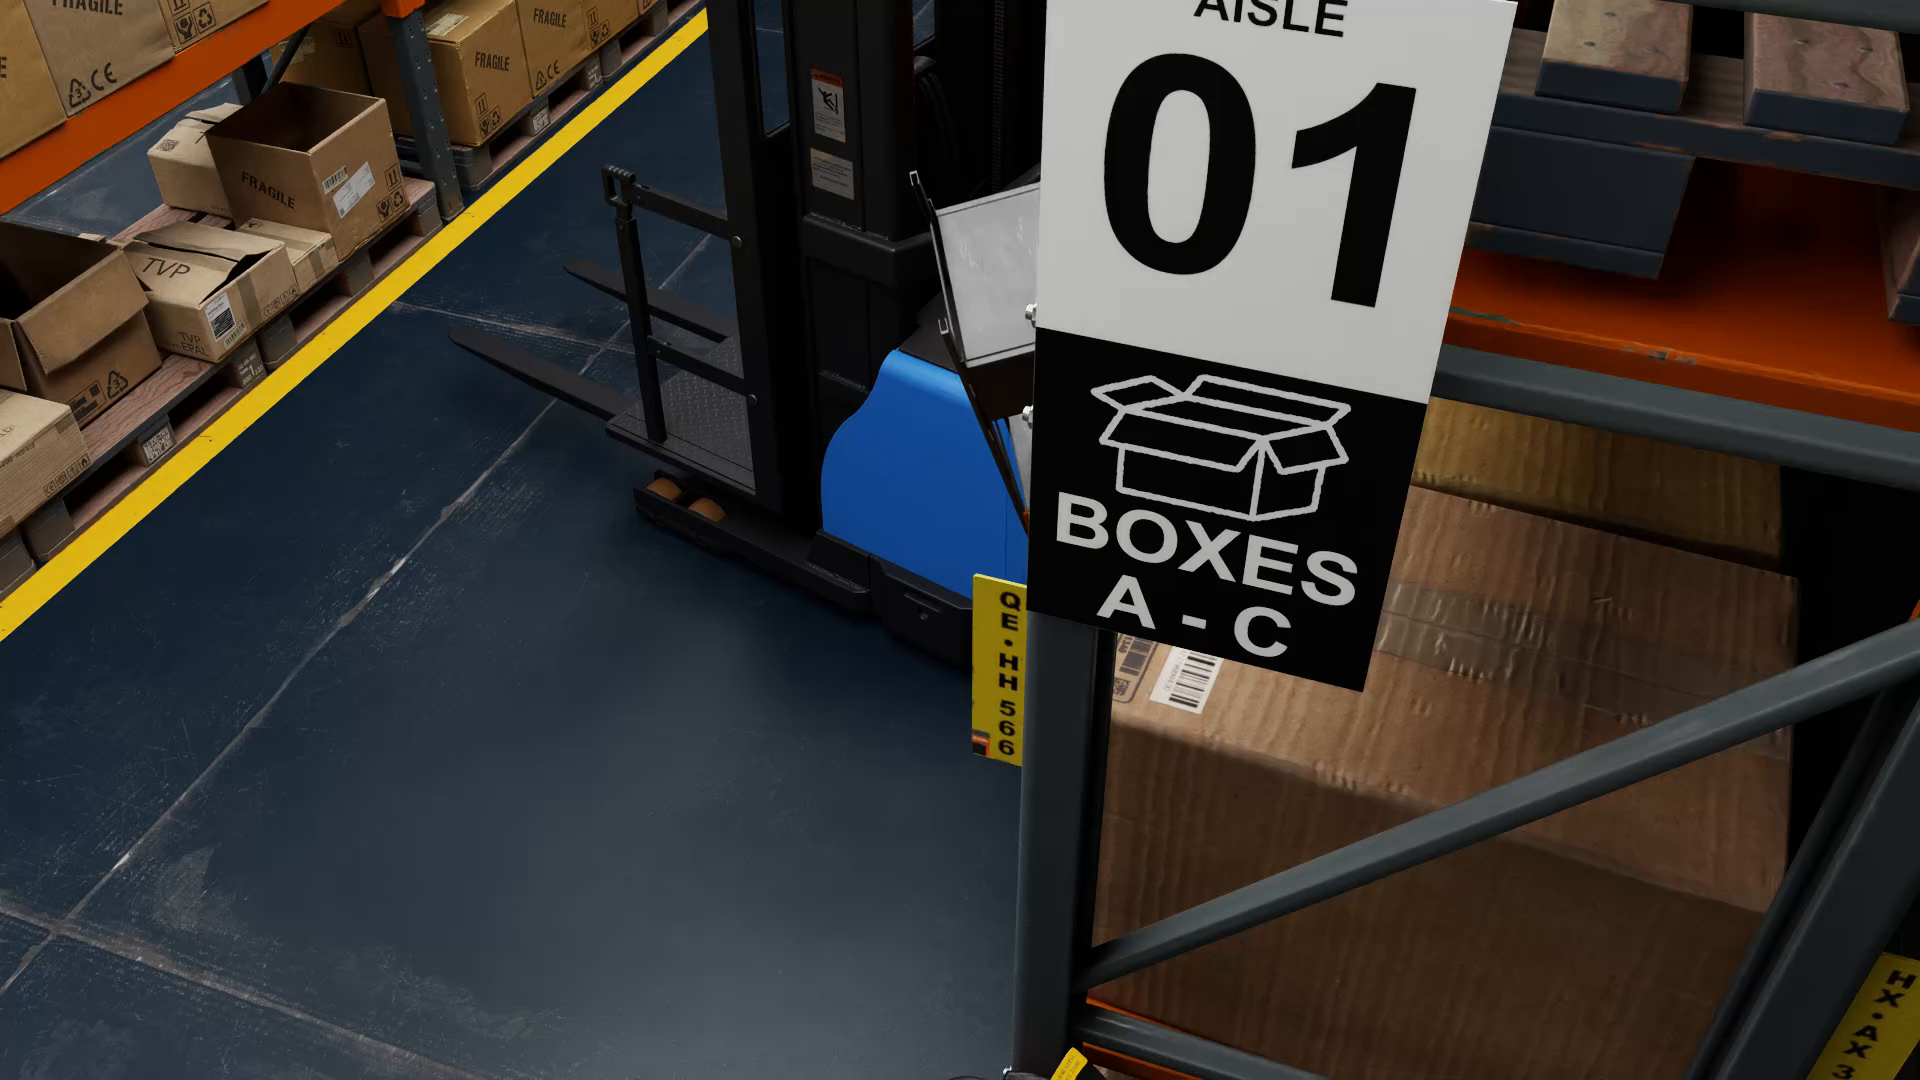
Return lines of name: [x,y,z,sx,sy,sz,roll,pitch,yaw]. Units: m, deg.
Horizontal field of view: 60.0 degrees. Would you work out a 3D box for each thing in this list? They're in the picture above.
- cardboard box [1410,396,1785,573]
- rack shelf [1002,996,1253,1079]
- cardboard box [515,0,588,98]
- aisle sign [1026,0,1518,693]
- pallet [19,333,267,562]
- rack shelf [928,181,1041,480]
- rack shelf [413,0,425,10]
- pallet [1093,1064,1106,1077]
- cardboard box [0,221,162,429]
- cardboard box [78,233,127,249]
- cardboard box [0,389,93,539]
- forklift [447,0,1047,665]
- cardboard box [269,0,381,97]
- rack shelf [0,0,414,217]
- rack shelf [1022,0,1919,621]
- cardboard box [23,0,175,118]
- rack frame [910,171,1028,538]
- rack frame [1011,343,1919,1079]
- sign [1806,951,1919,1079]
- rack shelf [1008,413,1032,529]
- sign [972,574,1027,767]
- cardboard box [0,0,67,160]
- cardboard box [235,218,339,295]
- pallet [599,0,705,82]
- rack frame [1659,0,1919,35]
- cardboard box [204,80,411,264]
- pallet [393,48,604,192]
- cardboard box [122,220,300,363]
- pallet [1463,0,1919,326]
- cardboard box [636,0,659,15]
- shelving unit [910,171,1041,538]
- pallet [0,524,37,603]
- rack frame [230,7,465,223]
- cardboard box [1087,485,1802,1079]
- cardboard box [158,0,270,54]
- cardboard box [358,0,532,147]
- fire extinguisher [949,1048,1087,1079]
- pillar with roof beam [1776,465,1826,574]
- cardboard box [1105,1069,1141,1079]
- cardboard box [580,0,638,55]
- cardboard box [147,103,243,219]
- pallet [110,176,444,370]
cardboard box: [0.972,-0.037,3.251,0.980,0.700,0.700,13,42,15]
rack shelf: [1.253,-0.109,4.121,1.077,0.370,4.000,13,42,15]
cardboard box: [-2.153,-2.485,7.939,0.500,0.500,0.500,14,42,16]
aisle sign: [0.263,-0.175,1.641,0.394,0.787,0.004,13,42,15]
pallet: [-3.371,-0.474,6.143,1.003,0.211,1.213,13,42,15]
rack shelf: [0.250,-0.480,3.572,0.480,0.518,0.431,-14,63,7]
rack shelf: [-2.036,-3.646,8.267,1.077,0.370,4.000,13,42,15]
pallet: [0.769,1.393,3.955,1.003,0.211,1.213,13,42,15]
cardboard box: [-3.357,-0.771,5.927,0.797,0.503,0.637,13,42,15]
cardboard box: [-3.353,-1.052,6.516,0.380,0.166,0.250,13,42,15]
cardboard box: [-3.293,-0.260,5.524,0.500,0.250,0.500,13,42,15]
forklift: [-0.518,-1.348,5.071,3.031,2.935,1.130,24,46,26]
cardboard box: [-2.820,-2.281,7.700,0.500,0.500,0.500,13,42,15]
rack shelf: [-3.403,-1.207,5.407,1.077,0.370,4.000,13,42,15]
rack shelf: [1.253,-1.251,3.148,1.077,0.370,4.000,13,42,15]
cardboard box: [-2.998,-1.748,5.410,0.500,0.500,0.500,14,42,16]
rack frame: [0.160,-0.136,4.208,0.015,2.100,0.400,-14,63,7]
rack frame: [0.569,0.837,2.458,1.000,3.000,0.127,13,42,15]
sign: [1.089,0.604,2.003,0.100,0.325,0.005,13,42,15]
rack shelf: [0.398,-0.189,4.191,0.480,0.518,0.431,-14,63,7]
sign: [0.064,0.177,2.157,0.100,0.325,0.005,13,42,15]
cardboard box: [-3.169,-1.436,5.046,0.500,0.500,0.500,14,42,16]
cardboard box: [-2.720,-1.130,6.621,0.380,0.149,0.250,13,42,15]
pallet: [-2.061,-2.890,8.975,1.003,0.211,1.213,13,42,15]
rack frame: [0.569,-1.446,0.511,1.000,3.000,0.127,13,42,15]
cardboard box: [-2.648,-1.506,6.791,0.500,0.500,0.500,13,42,15]
pallet: [-2.477,-2.144,8.100,1.003,0.211,1.213,13,42,15]
cardboard box: [-2.904,-0.977,6.316,0.500,0.311,0.500,13,42,15]
pallet: [0.813,-0.725,2.046,1.003,0.211,1.213,13,42,15]
cardboard box: [-1.802,-3.097,8.655,0.500,0.500,0.500,12,42,13]
shelving unit: [0.395,-0.195,4.179,0.503,2.100,0.431,-14,63,7]
pallet: [-3.790,0.268,5.274,1.003,0.211,1.213,13,42,15]
rack frame: [-2.719,-2.700,6.604,1.000,3.000,0.127,13,42,15]
cardboard box: [0.734,0.409,2.728,0.980,0.700,0.700,15,43,17]
cardboard box: [-2.824,-2.062,5.778,0.500,0.500,0.500,14,43,16]
cardboard box: [-2.325,-2.157,7.555,0.500,0.500,0.500,11,42,13]
fire extinguisher: [0.084,0.998,2.617,0.296,0.674,0.183,13,42,15]
pillar with roof beam: [-1.535,-4.222,3.765,9.100,9.000,0.400,13,42,15]
cardboard box: [0.714,1.179,3.660,0.700,0.500,0.500,13,42,15]
cardboard box: [-1.975,-2.788,8.294,0.500,0.500,0.500,14,42,16]
cardboard box: [-3.066,-1.637,7.090,0.500,0.311,0.500,13,42,15]
pallet: [-2.955,-1.221,7.018,1.003,0.211,1.213,13,42,15]
